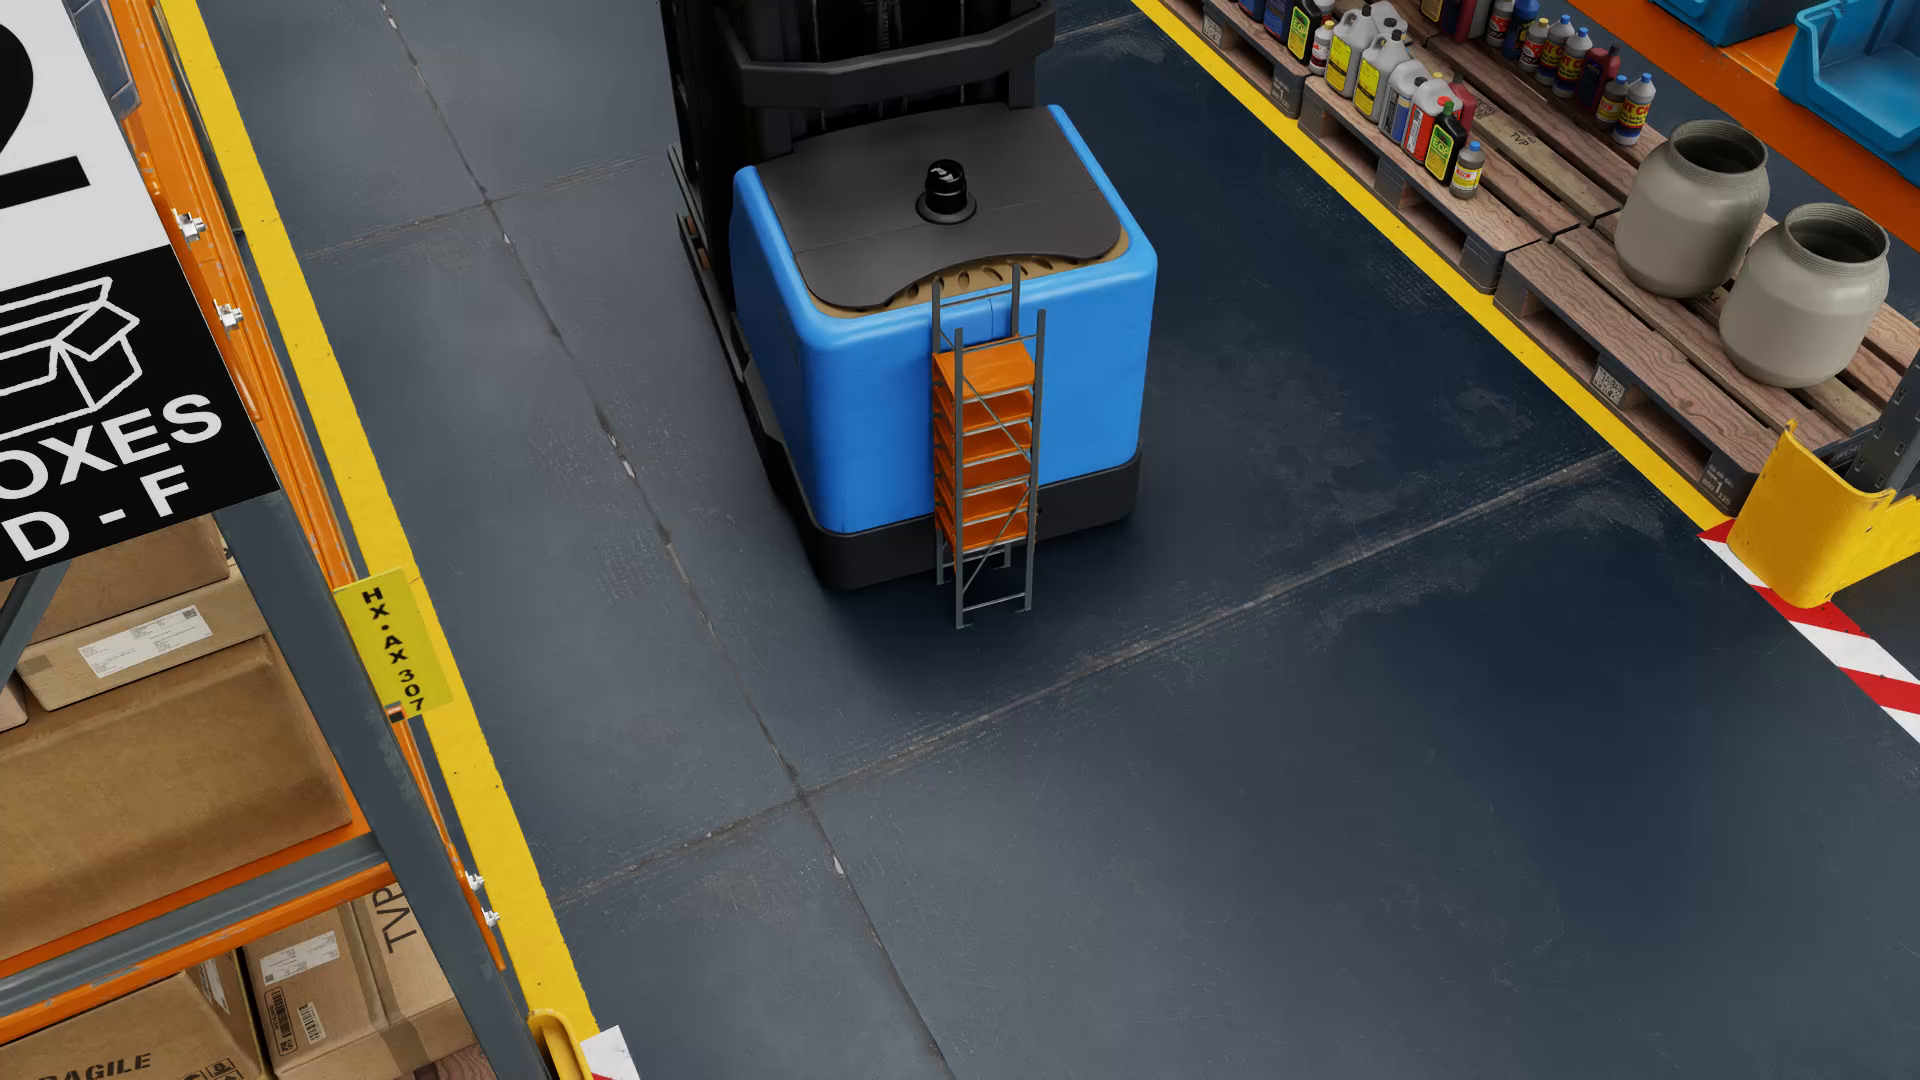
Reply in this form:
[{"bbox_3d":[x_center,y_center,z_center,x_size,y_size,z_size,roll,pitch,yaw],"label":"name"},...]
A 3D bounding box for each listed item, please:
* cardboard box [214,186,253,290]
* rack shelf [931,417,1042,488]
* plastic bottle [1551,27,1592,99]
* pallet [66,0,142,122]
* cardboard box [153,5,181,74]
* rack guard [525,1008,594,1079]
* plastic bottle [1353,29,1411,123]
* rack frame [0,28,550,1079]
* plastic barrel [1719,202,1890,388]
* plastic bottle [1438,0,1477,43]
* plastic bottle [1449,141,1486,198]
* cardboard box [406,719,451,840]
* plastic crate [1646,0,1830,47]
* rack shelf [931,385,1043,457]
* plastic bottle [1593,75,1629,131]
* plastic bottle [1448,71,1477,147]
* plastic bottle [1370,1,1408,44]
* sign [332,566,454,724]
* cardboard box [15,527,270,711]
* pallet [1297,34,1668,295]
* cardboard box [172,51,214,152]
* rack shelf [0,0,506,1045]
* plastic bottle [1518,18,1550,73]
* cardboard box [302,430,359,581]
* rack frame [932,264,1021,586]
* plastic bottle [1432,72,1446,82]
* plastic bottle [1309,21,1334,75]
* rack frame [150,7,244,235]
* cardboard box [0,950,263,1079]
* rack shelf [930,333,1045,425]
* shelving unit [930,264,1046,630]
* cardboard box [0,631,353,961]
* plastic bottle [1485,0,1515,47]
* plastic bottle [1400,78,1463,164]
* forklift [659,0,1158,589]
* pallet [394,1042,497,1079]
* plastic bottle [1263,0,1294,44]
[{"bbox_3d":[-2.763,-1.014,5.692,0.500,0.250,0.500,-21,52,-18],"label":"cardboard box"},{"bbox_3d":[0.072,-0.270,4.589,0.258,0.103,0.180,-14,50,-12],"label":"rack shelf"},{"bbox_3d":[2.357,-1.840,6.387,0.097,0.271,0.097,0,49,0],"label":"plastic bottle"},{"bbox_3d":[-1.640,-0.780,2.005,1.003,0.211,1.213,-21,52,-18],"label":"pallet"},{"bbox_3d":[-3.137,-1.797,6.004,0.500,0.311,0.500,-21,52,-17],"label":"cardboard box"},{"bbox_3d":[-1.328,1.500,3.606,1.175,0.500,0.348,-21,52,-18],"label":"rack guard"},{"bbox_3d":[1.603,-1.774,6.277,0.144,0.351,0.185,-19,52,-16],"label":"plastic bottle"},{"bbox_3d":[-1.339,0.661,2.679,1.000,3.000,0.127,-21,52,-18],"label":"rack frame"},{"bbox_3d":[2.698,-0.776,5.310,0.421,0.512,0.421,0,49,0],"label":"plastic barrel"},{"bbox_3d":[1.999,-2.147,6.648,0.061,0.283,0.133,-21,52,-18],"label":"plastic bottle"},{"bbox_3d":[1.837,-1.345,6.000,0.097,0.201,0.097,0,49,0],"label":"plastic bottle"},{"bbox_3d":[-1.619,0.659,4.229,0.500,0.250,0.500,-21,52,-18],"label":"cardboard box"},{"bbox_3d":[2.280,-1.663,4.810,0.499,0.251,0.408,-21,52,-18],"label":"plastic crate"},{"bbox_3d":[0.072,-0.349,4.498,0.258,0.103,0.180,-14,50,-12],"label":"rack shelf"},{"bbox_3d":[2.467,-1.657,6.273,0.097,0.201,0.097,0,49,0],"label":"plastic bottle"},{"bbox_3d":[1.840,-1.587,6.158,0.061,0.283,0.133,-21,52,-18],"label":"plastic bottle"},{"bbox_3d":[1.638,-1.942,6.473,0.152,0.276,0.135,-21,52,-18],"label":"plastic bottle"},{"bbox_3d":[-0.843,0.162,2.487,0.100,0.325,0.005,-21,52,-18],"label":"sign"},{"bbox_3d":[-1.327,0.077,2.692,0.380,0.149,0.250,-22,52,-18],"label":"cardboard box"},{"bbox_3d":[2.069,-1.521,6.440,1.003,0.211,1.213,-21,52,-18],"label":"pallet"},{"bbox_3d":[-3.134,-1.605,6.209,0.500,0.250,0.500,-22,52,-18],"label":"cardboard box"},{"bbox_3d":[-2.255,-0.441,4.121,1.077,0.370,4.000,-21,52,-18],"label":"rack shelf"},{"bbox_3d":[2.266,-1.950,6.530,0.097,0.201,0.097,0,49,0],"label":"plastic bottle"},{"bbox_3d":[-2.072,-0.012,4.816,0.500,0.250,0.500,-21,52,-18],"label":"cardboard box"},{"bbox_3d":[0.042,-0.285,4.702,0.240,1.200,0.006,-14,50,-12],"label":"rack frame"},{"bbox_3d":[1.784,-1.671,6.286,0.097,0.201,0.097,0,49,0],"label":"plastic bottle"},{"bbox_3d":[1.432,-1.937,6.518,0.097,0.201,0.097,0,49,0],"label":"plastic bottle"},{"bbox_3d":[-3.170,-2.017,5.021,1.000,3.000,0.127,-21,52,-18],"label":"rack frame"},{"bbox_3d":[-1.849,0.924,3.498,0.500,0.500,0.500,-21,52,-18],"label":"cardboard box"},{"bbox_3d":[0.072,-0.428,4.408,0.258,0.103,0.180,-14,50,-12],"label":"rack shelf"},{"bbox_3d":[0.072,-0.220,4.645,0.258,1.200,0.189,-14,50,-12],"label":"shelving unit"},{"bbox_3d":[-1.542,0.311,2.919,0.700,0.500,0.500,-21,52,-18],"label":"cardboard box"},{"bbox_3d":[2.172,-2.088,6.650,0.097,0.201,0.097,0,49,0],"label":"plastic bottle"},{"bbox_3d":[1.746,-1.547,6.128,0.152,0.276,0.135,-21,52,-17],"label":"plastic bottle"},{"bbox_3d":[-0.399,-1.954,5.011,1.130,2.935,3.031,-14,50,-12],"label":"forklift"},{"bbox_3d":[-1.726,1.081,4.164,1.003,0.211,1.213,-21,52,-18],"label":"pallet"},{"bbox_3d":[1.323,-2.183,6.634,0.144,0.351,0.185,-23,53,-19],"label":"plastic bottle"}]
